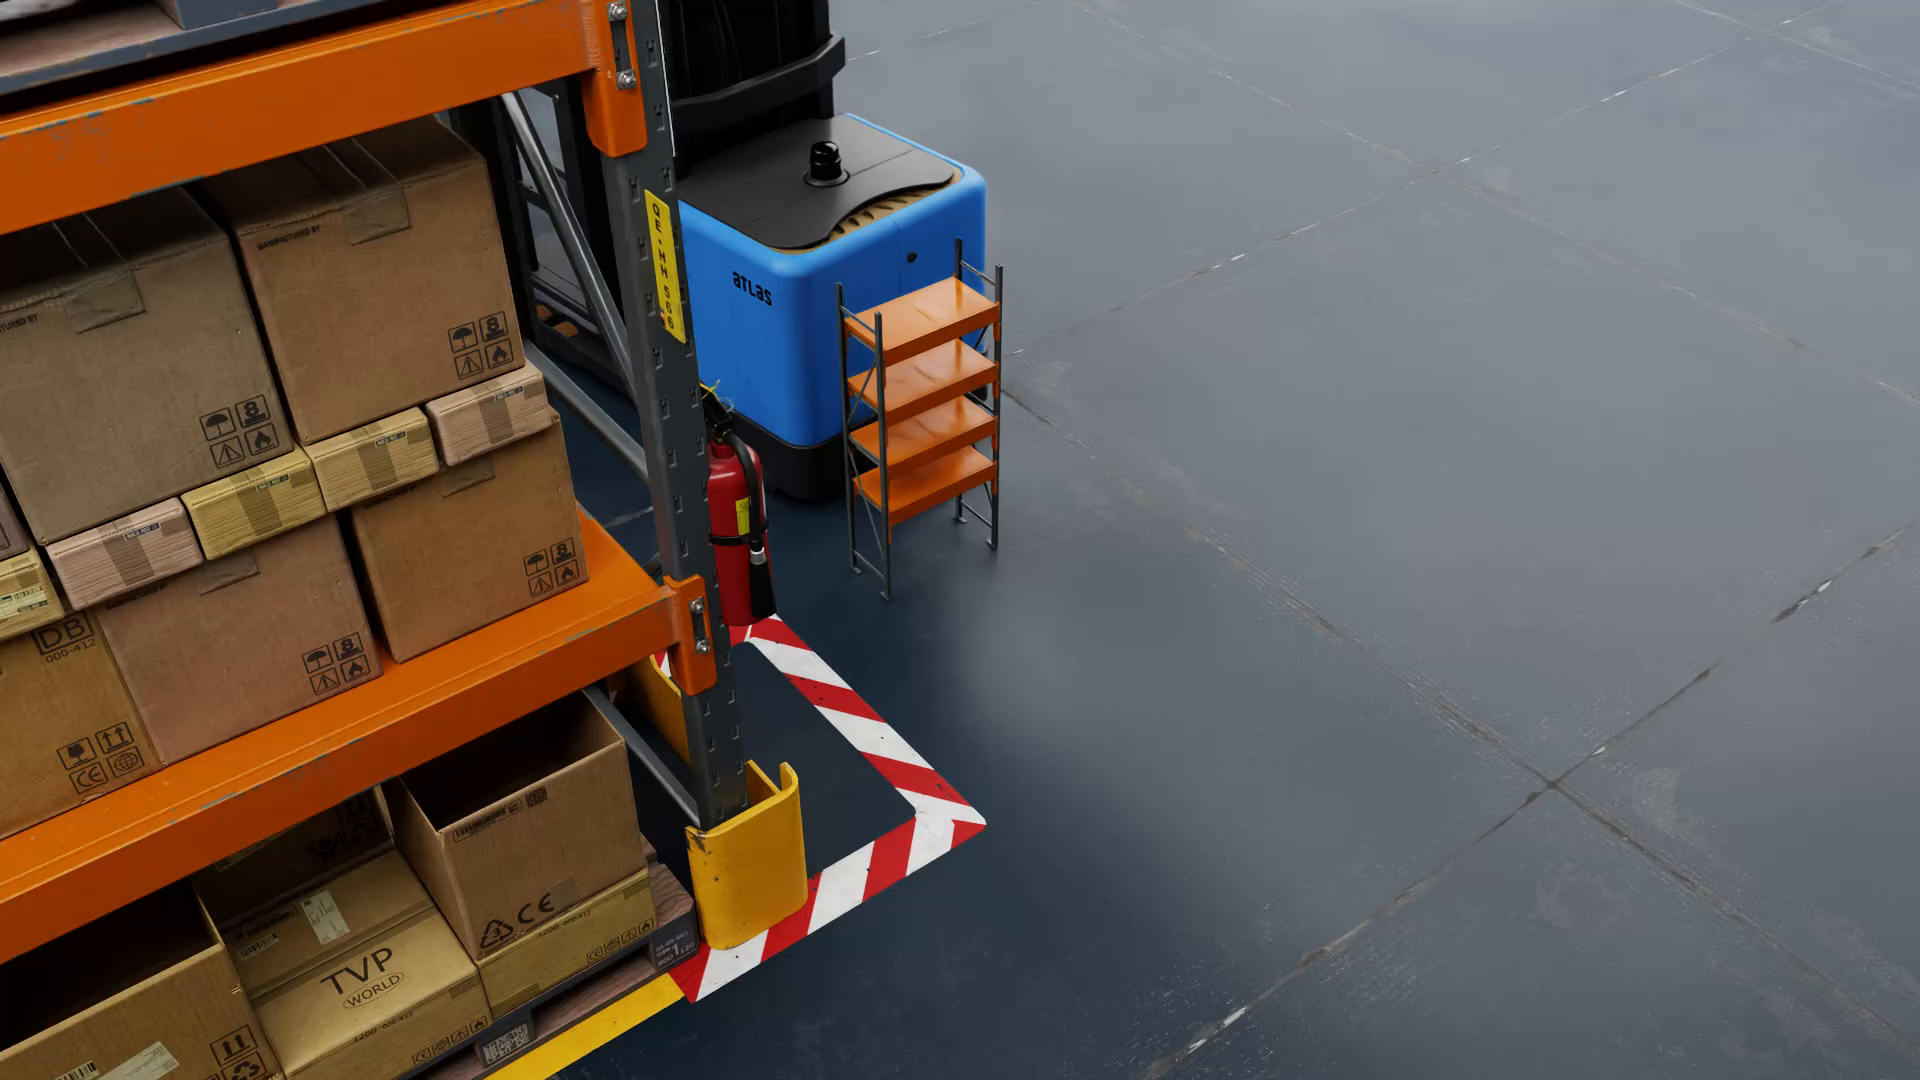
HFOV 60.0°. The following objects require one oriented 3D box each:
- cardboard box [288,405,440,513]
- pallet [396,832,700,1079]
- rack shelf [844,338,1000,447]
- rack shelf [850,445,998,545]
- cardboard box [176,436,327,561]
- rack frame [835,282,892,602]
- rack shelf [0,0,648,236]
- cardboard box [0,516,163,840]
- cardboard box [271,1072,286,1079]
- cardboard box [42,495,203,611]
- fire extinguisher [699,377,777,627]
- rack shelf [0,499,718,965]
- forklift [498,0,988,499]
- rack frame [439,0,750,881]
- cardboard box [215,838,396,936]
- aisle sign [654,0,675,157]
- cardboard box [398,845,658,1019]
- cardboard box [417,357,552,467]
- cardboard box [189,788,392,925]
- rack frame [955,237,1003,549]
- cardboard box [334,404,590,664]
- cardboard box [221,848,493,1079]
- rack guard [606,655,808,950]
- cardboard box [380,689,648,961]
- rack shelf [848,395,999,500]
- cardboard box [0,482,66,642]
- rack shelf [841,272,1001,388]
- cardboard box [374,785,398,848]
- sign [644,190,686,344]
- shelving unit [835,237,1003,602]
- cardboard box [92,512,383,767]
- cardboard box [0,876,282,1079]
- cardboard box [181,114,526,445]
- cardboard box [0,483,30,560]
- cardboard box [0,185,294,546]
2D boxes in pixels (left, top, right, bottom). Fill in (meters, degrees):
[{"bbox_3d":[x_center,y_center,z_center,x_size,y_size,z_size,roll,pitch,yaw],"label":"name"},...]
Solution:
[{"bbox_3d":[-1.331,-0.252,3.602,0.250,0.149,0.380,-25,45,-27],"label":"cardboard box"},{"bbox_3d":[-1.518,1.087,4.759,1.213,0.211,1.003,-26,46,-28],"label":"pallet"},{"bbox_3d":[-0.131,-0.521,5.692,0.480,0.148,0.258,-26,46,-28],"label":"rack shelf"},{"bbox_3d":[-0.131,-0.194,5.960,0.480,0.148,0.258,-26,46,-28],"label":"rack shelf"},{"bbox_3d":[-1.533,-0.153,3.481,0.250,0.149,0.380,-27,46,-29],"label":"cardboard box"},{"bbox_3d":[-0.325,-0.306,5.677,0.015,1.200,0.240,-26,46,-28],"label":"rack frame"},{"bbox_3d":[-2.523,-0.417,2.595,4.000,0.370,1.077,-26,46,-28],"label":"rack shelf"},{"bbox_3d":[-2.126,0.222,3.536,0.500,0.500,0.700,-26,46,-28],"label":"cardboard box"},{"bbox_3d":[-1.967,1.342,4.086,0.500,0.250,0.500,-26,46,-28],"label":"cardboard box"},{"bbox_3d":[-1.734,-0.057,3.364,0.250,0.149,0.380,-25,46,-28],"label":"cardboard box"},{"bbox_3d":[-0.560,-0.090,4.056,0.183,0.674,0.296,-26,46,-28],"label":"fire extinguisher"},{"bbox_3d":[-2.523,0.743,3.546,4.000,0.370,1.077,-26,46,-28],"label":"rack shelf"},{"bbox_3d":[-1.288,-2.115,6.518,3.031,2.935,1.130,32,49,33],"label":"forklift"},{"bbox_3d":[-0.937,-0.308,4.260,0.127,3.000,1.000,-26,46,-28],"label":"rack frame"},{"bbox_3d":[-1.892,0.883,4.645,0.500,0.250,0.500,-26,46,-28],"label":"cardboard box"},{"bbox_3d":[-0.706,-1.191,3.287,0.004,0.787,0.394,-26,46,-28],"label":"aisle sign"},{"bbox_3d":[-1.182,0.949,4.565,0.500,0.250,0.500,-26,46,-28],"label":"cardboard box"},{"bbox_3d":[-1.124,-0.354,3.726,0.250,0.149,0.380,-27,46,-29],"label":"cardboard box"},{"bbox_3d":[-1.893,0.592,4.408,0.500,0.500,0.500,-26,46,-28],"label":"cardboard box"},{"bbox_3d":[0.062,-0.494,5.906,0.015,1.200,0.240,-26,46,-28],"label":"rack frame"},{"bbox_3d":[-1.315,-0.173,4.017,0.500,0.500,0.700,-26,46,-28],"label":"cardboard box"},{"bbox_3d":[-1.571,1.148,4.323,0.500,0.250,0.500,-26,46,-28],"label":"cardboard box"},{"bbox_3d":[-0.918,0.649,5.065,0.348,0.500,1.175,-26,46,-28],"label":"rack guard"},{"bbox_3d":[-1.181,0.660,4.326,0.500,0.500,0.500,-26,46,-28],"label":"cardboard box"},{"bbox_3d":[-0.131,-0.348,5.834,0.480,0.148,0.258,-26,46,-28],"label":"rack shelf"},{"bbox_3d":[-1.942,0.045,3.240,0.250,0.149,0.380,-25,45,-27],"label":"cardboard box"},{"bbox_3d":[-0.131,-0.704,5.542,0.480,0.148,0.258,-26,46,-28],"label":"rack shelf"},{"bbox_3d":[-1.498,0.688,4.883,0.500,0.250,0.500,-26,46,-28],"label":"cardboard box"},{"bbox_3d":[-0.618,-0.569,3.479,0.005,0.325,0.100,-26,46,-28],"label":"sign"},{"bbox_3d":[-0.131,-0.400,5.791,0.503,1.200,0.258,-26,46,-28],"label":"shelving unit"},{"bbox_3d":[-1.729,0.033,3.766,0.500,0.500,0.700,-25,45,-27],"label":"cardboard box"},{"bbox_3d":[-1.965,1.054,3.846,0.500,0.500,0.500,-26,46,-28],"label":"cardboard box"},{"bbox_3d":[-1.357,-0.654,3.580,0.500,0.500,0.700,-26,46,-28],"label":"cardboard box"},{"bbox_3d":[-2.170,-0.253,3.091,0.500,0.500,0.700,-26,46,-28],"label":"cardboard box"},{"bbox_3d":[-1.771,-0.448,3.329,0.500,0.500,0.700,-27,47,-29],"label":"cardboard box"}]
